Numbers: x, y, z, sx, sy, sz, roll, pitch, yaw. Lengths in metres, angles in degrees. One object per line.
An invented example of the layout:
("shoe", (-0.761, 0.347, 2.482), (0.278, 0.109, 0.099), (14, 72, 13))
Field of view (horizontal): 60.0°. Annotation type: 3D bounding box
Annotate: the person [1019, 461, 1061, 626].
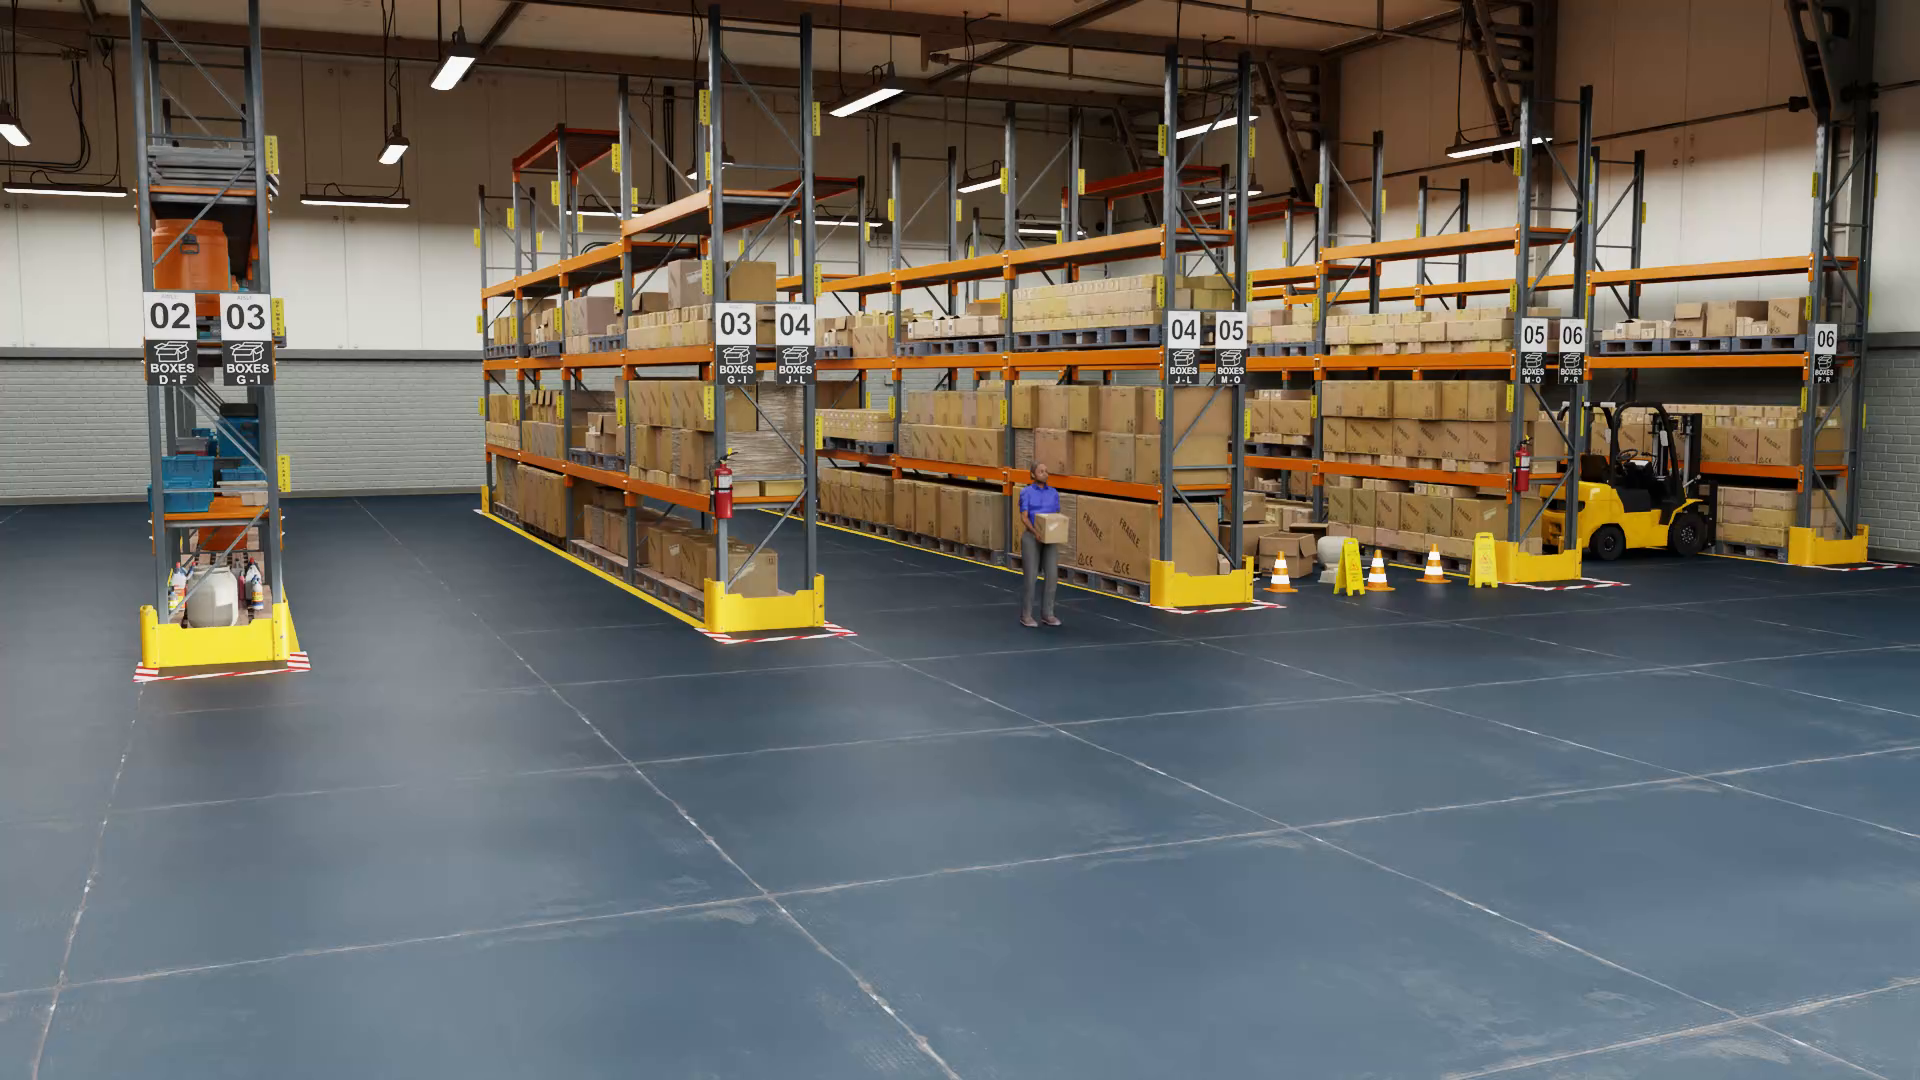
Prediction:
("person", (0.834, 0.039, 16.660), (0.450, 1.647, 0.513), (-2, 6, -24))
